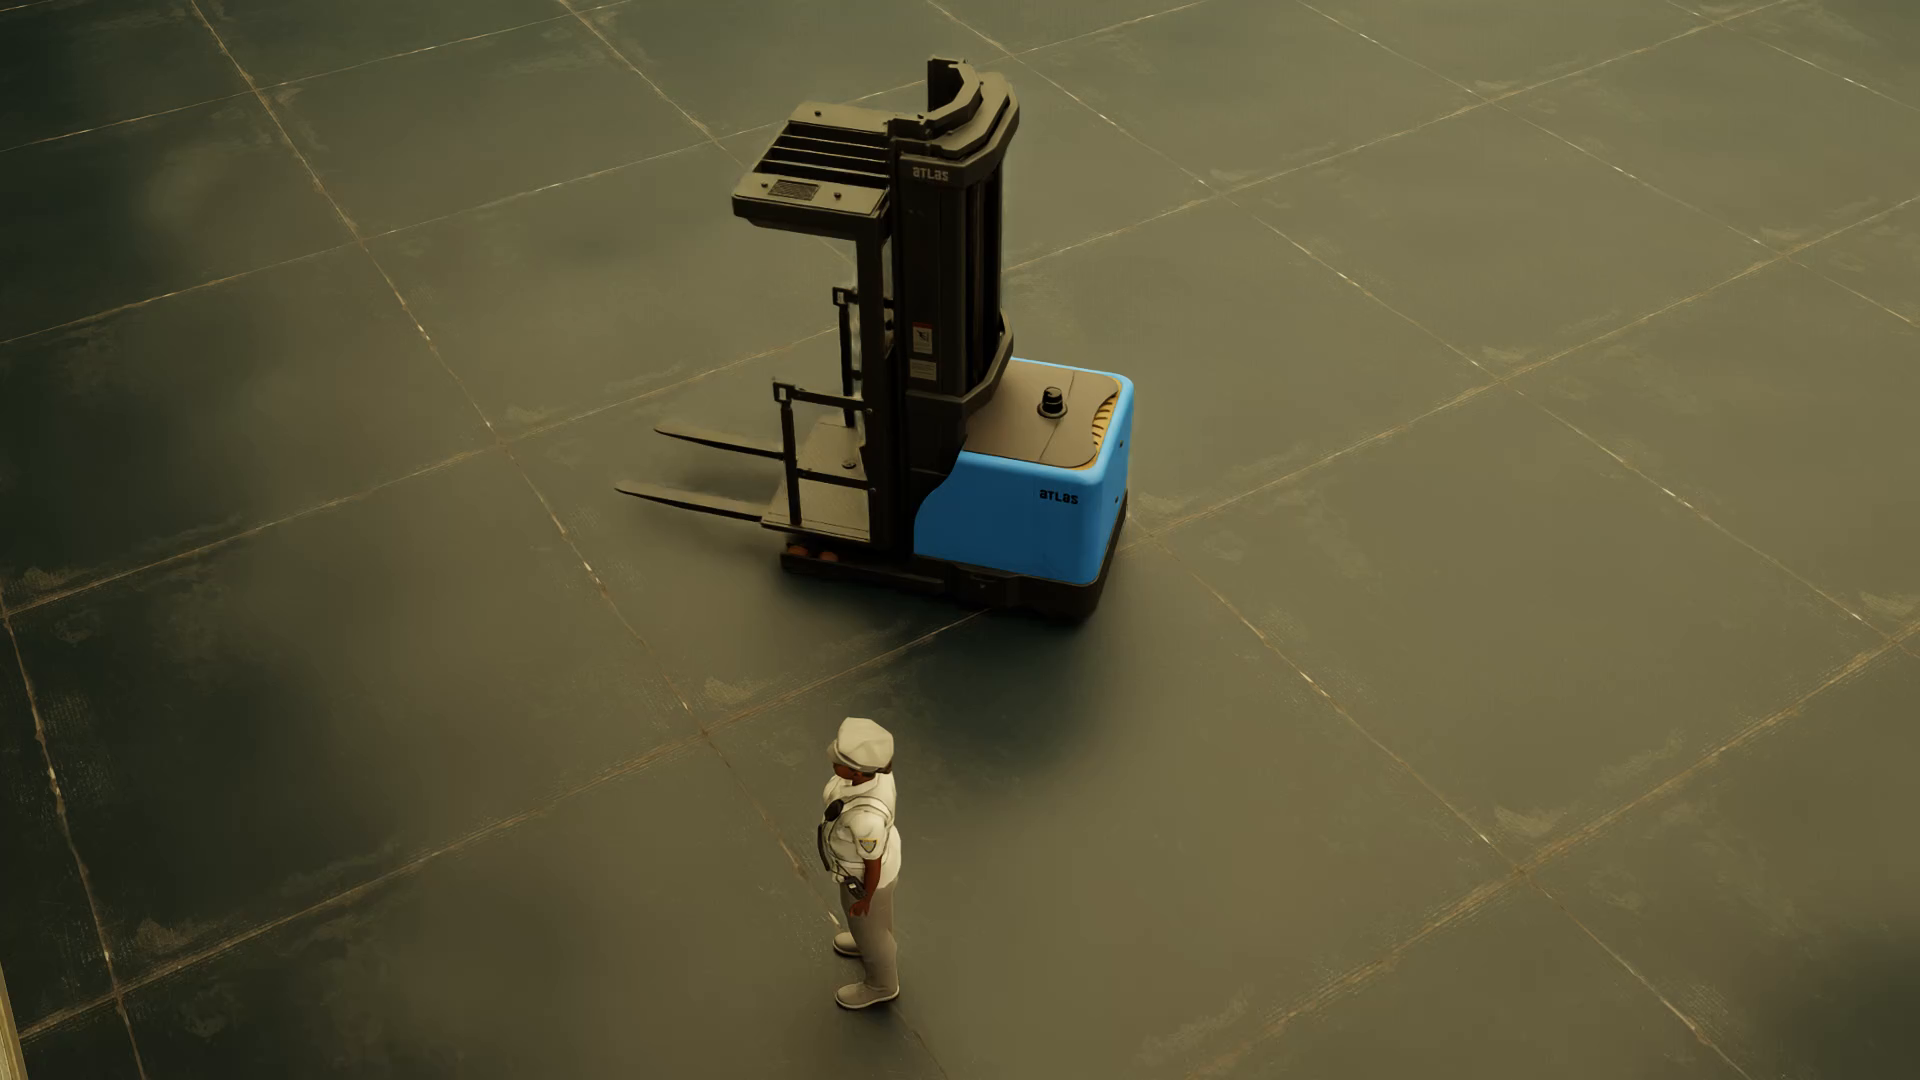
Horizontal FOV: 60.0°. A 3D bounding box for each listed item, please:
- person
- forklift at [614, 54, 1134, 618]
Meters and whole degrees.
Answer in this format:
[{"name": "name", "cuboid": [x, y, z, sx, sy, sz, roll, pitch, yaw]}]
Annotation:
[{"name": "person", "cuboid": [-0.425, 1.398, 7.217, 0.343, 1.693, 0.448, -1, 41, -2]}, {"name": "forklift", "cuboid": [-0.564, -1.196, 9.239, 3.031, 2.935, 1.130, 10, 42, 12]}]
